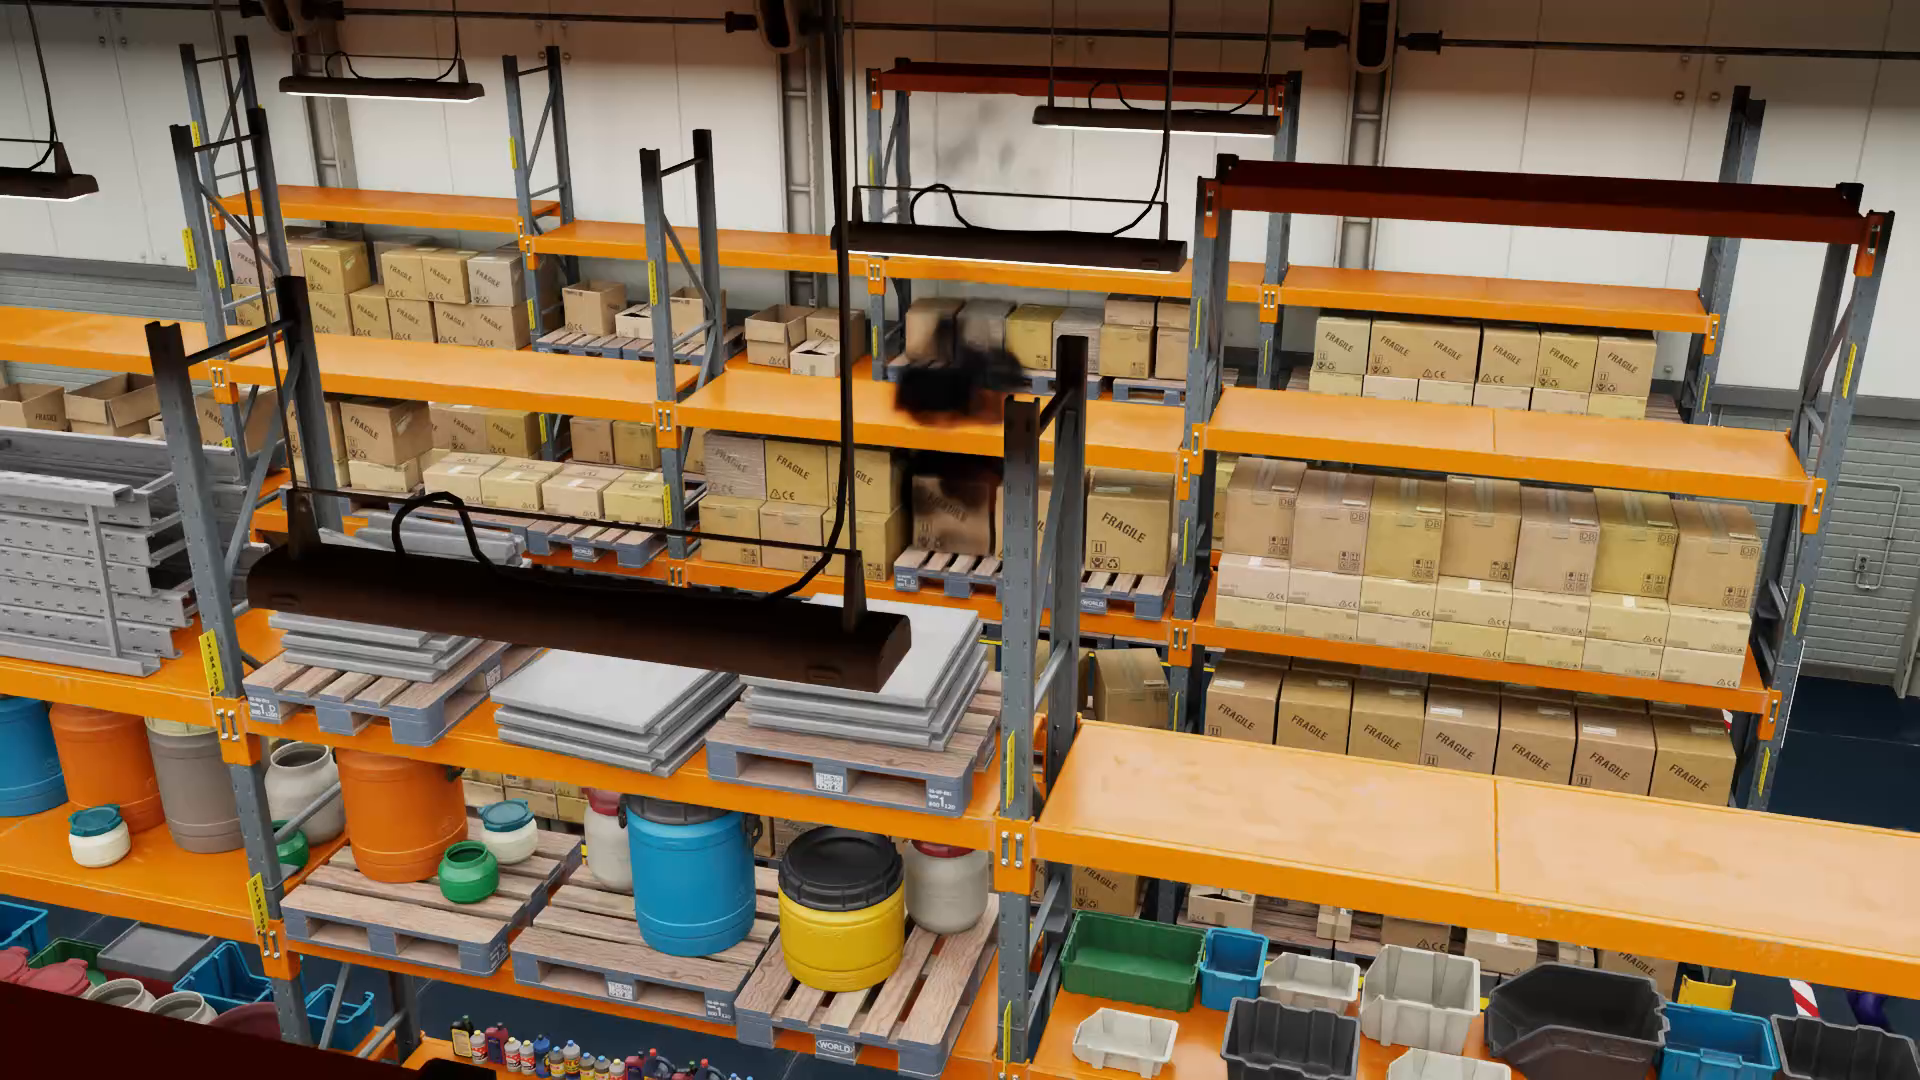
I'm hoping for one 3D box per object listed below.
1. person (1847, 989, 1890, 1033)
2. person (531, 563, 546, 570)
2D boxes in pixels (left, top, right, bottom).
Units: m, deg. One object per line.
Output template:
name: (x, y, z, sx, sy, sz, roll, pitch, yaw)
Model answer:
person: (6.343, 3.004, 11.667, 0.652, 1.392, 0.579, -21, 30, -41)
person: (-4.160, 0.851, 16.428, 0.682, 1.566, 0.567, 4, 23, 10)
